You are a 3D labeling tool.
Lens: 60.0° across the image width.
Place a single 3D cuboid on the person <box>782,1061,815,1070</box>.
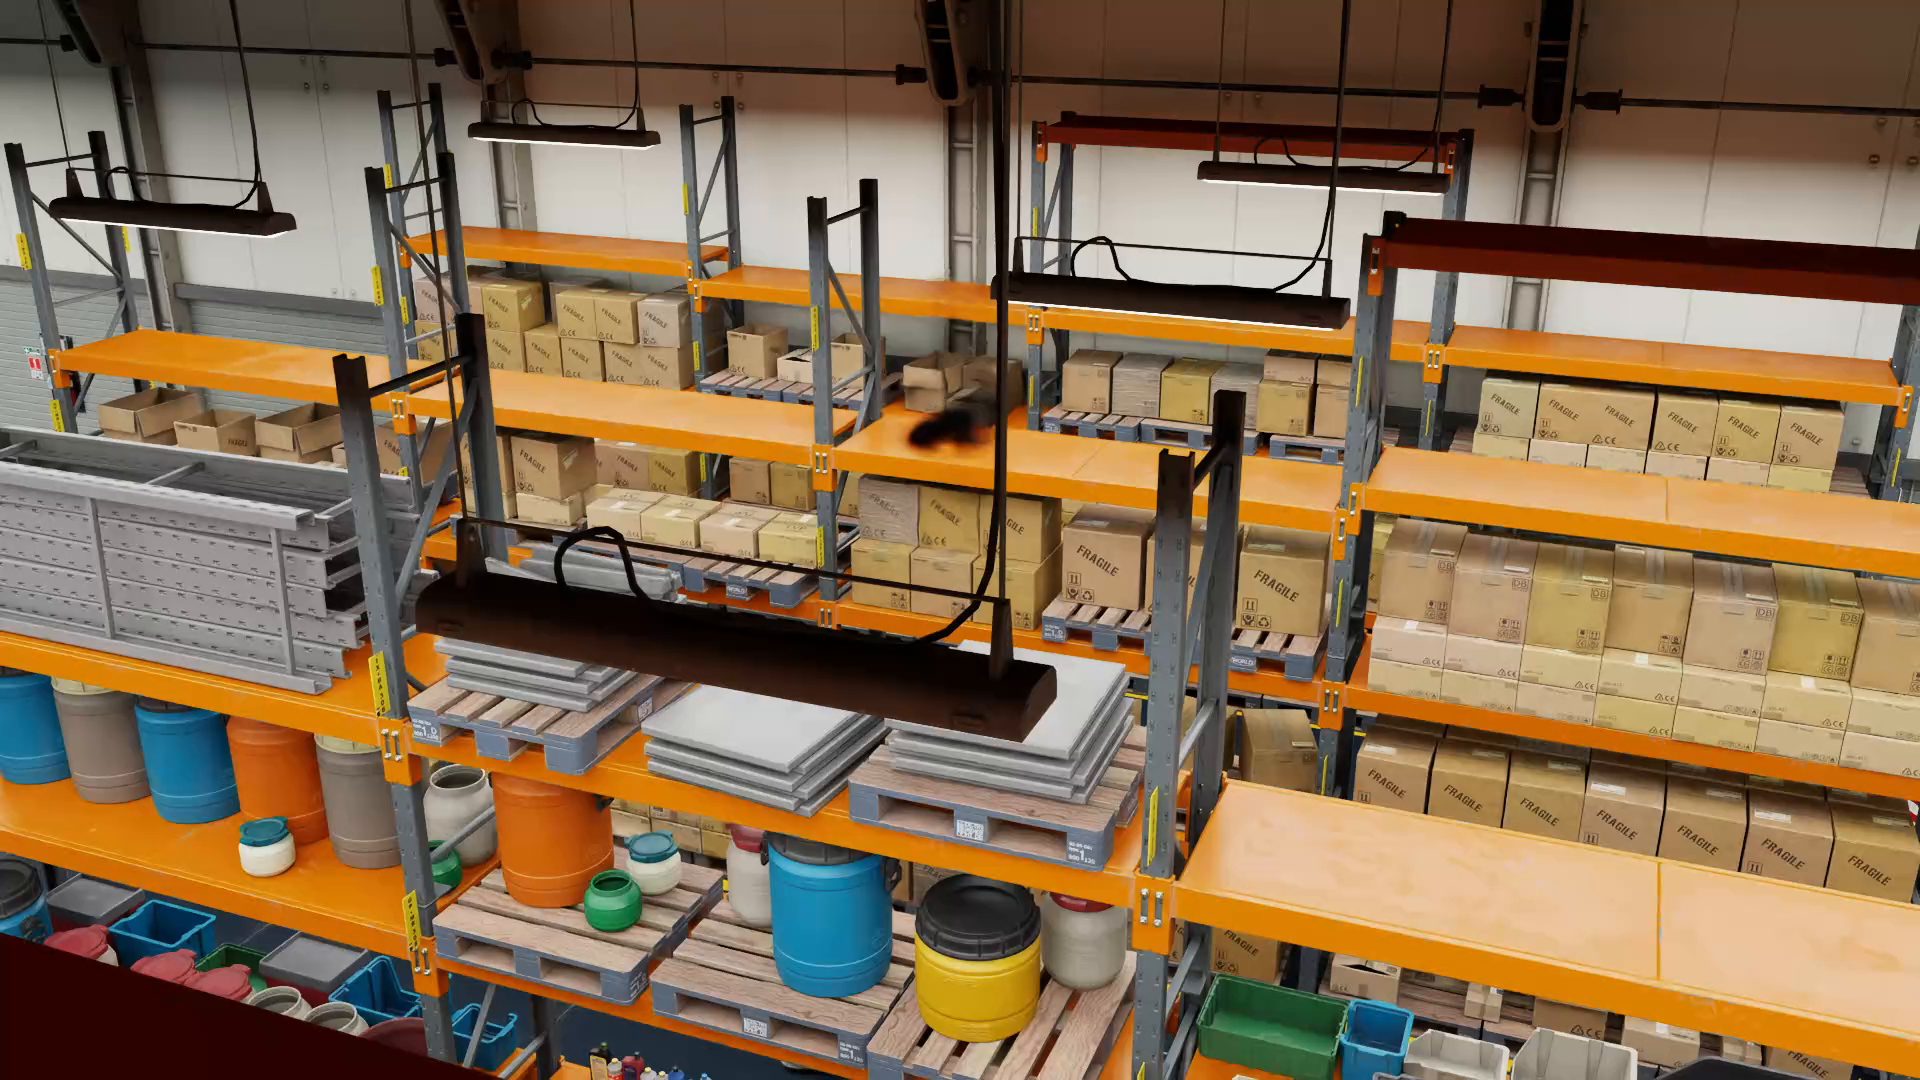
[{"bbox_3d":[-0.849,3.083,11.786,0.953,1.755,0.672,4,21,11],"label":"person"}]
